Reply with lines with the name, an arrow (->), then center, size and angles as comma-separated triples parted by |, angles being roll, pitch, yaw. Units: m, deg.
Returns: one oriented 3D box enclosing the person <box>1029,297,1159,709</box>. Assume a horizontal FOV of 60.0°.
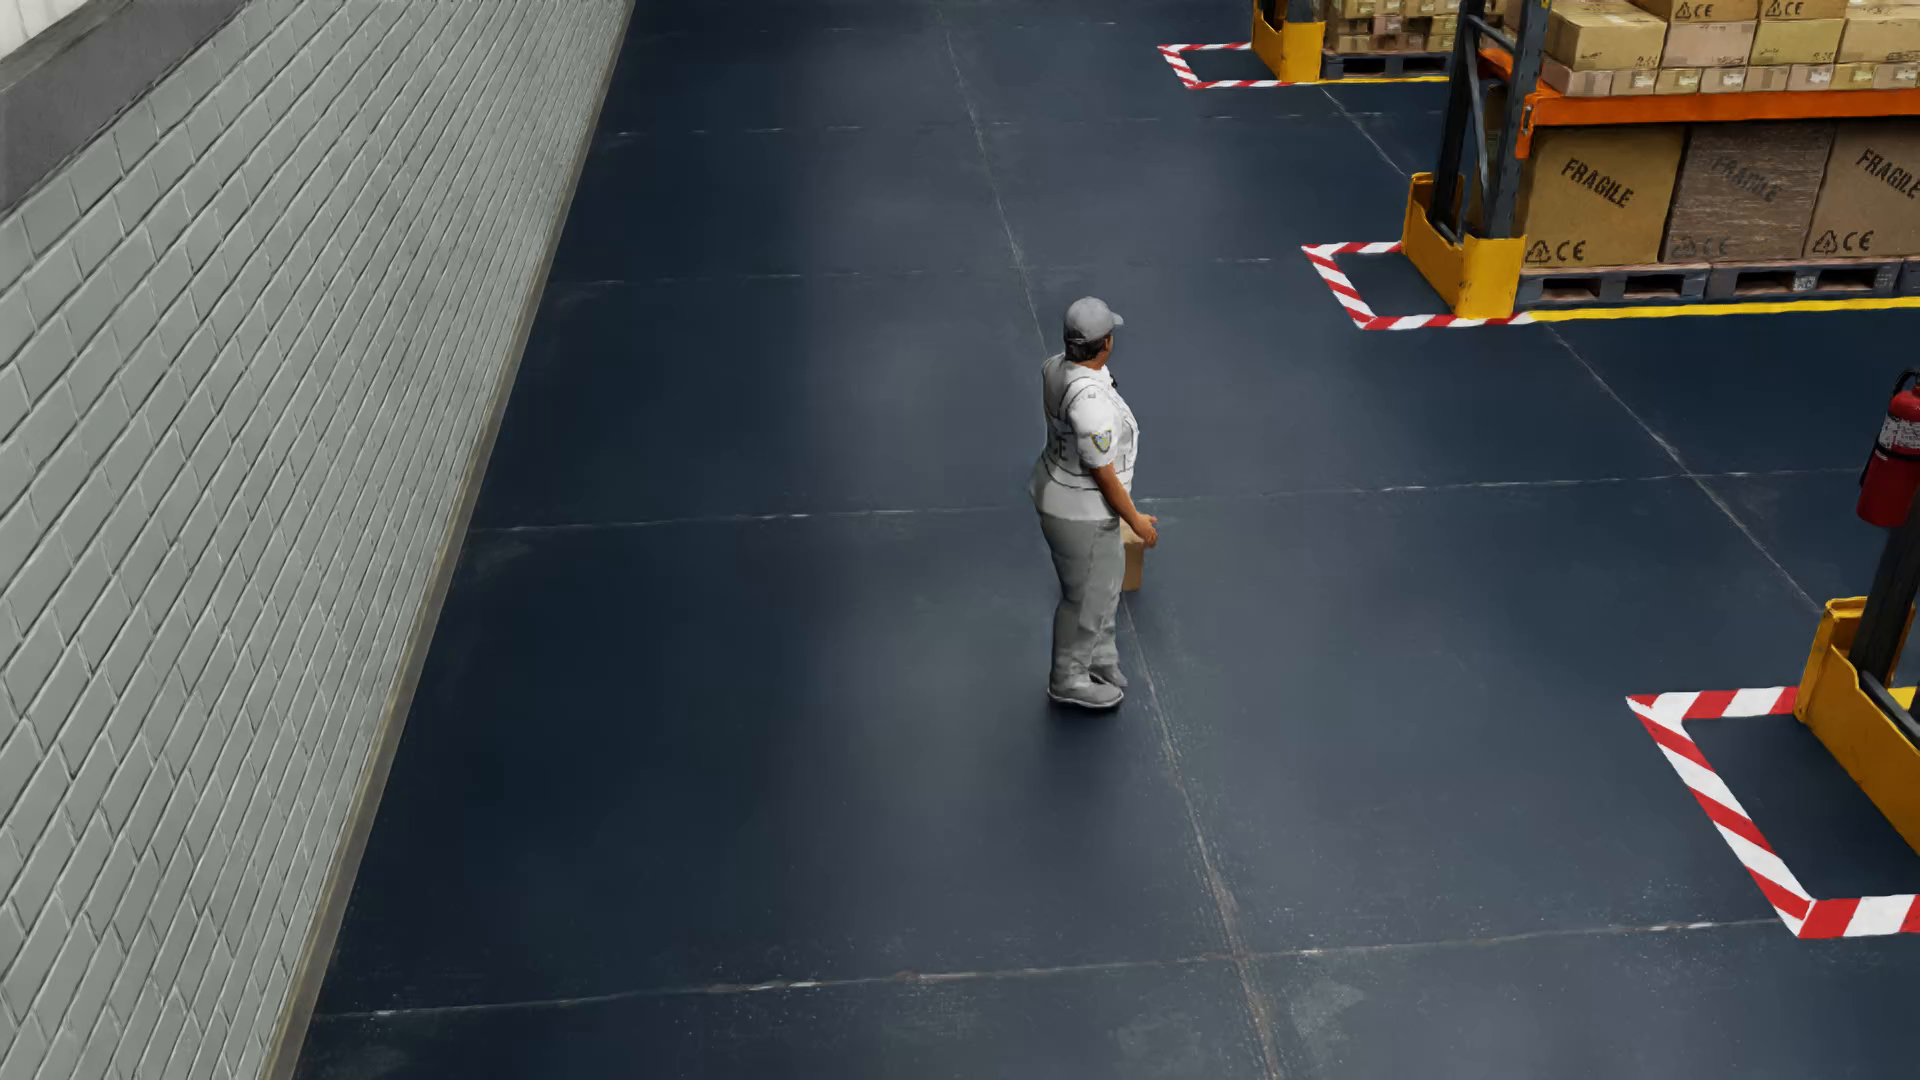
person -> 0.501, -0.086, 6.320 | 0.468, 1.762, 0.502 | -3, 31, -5
